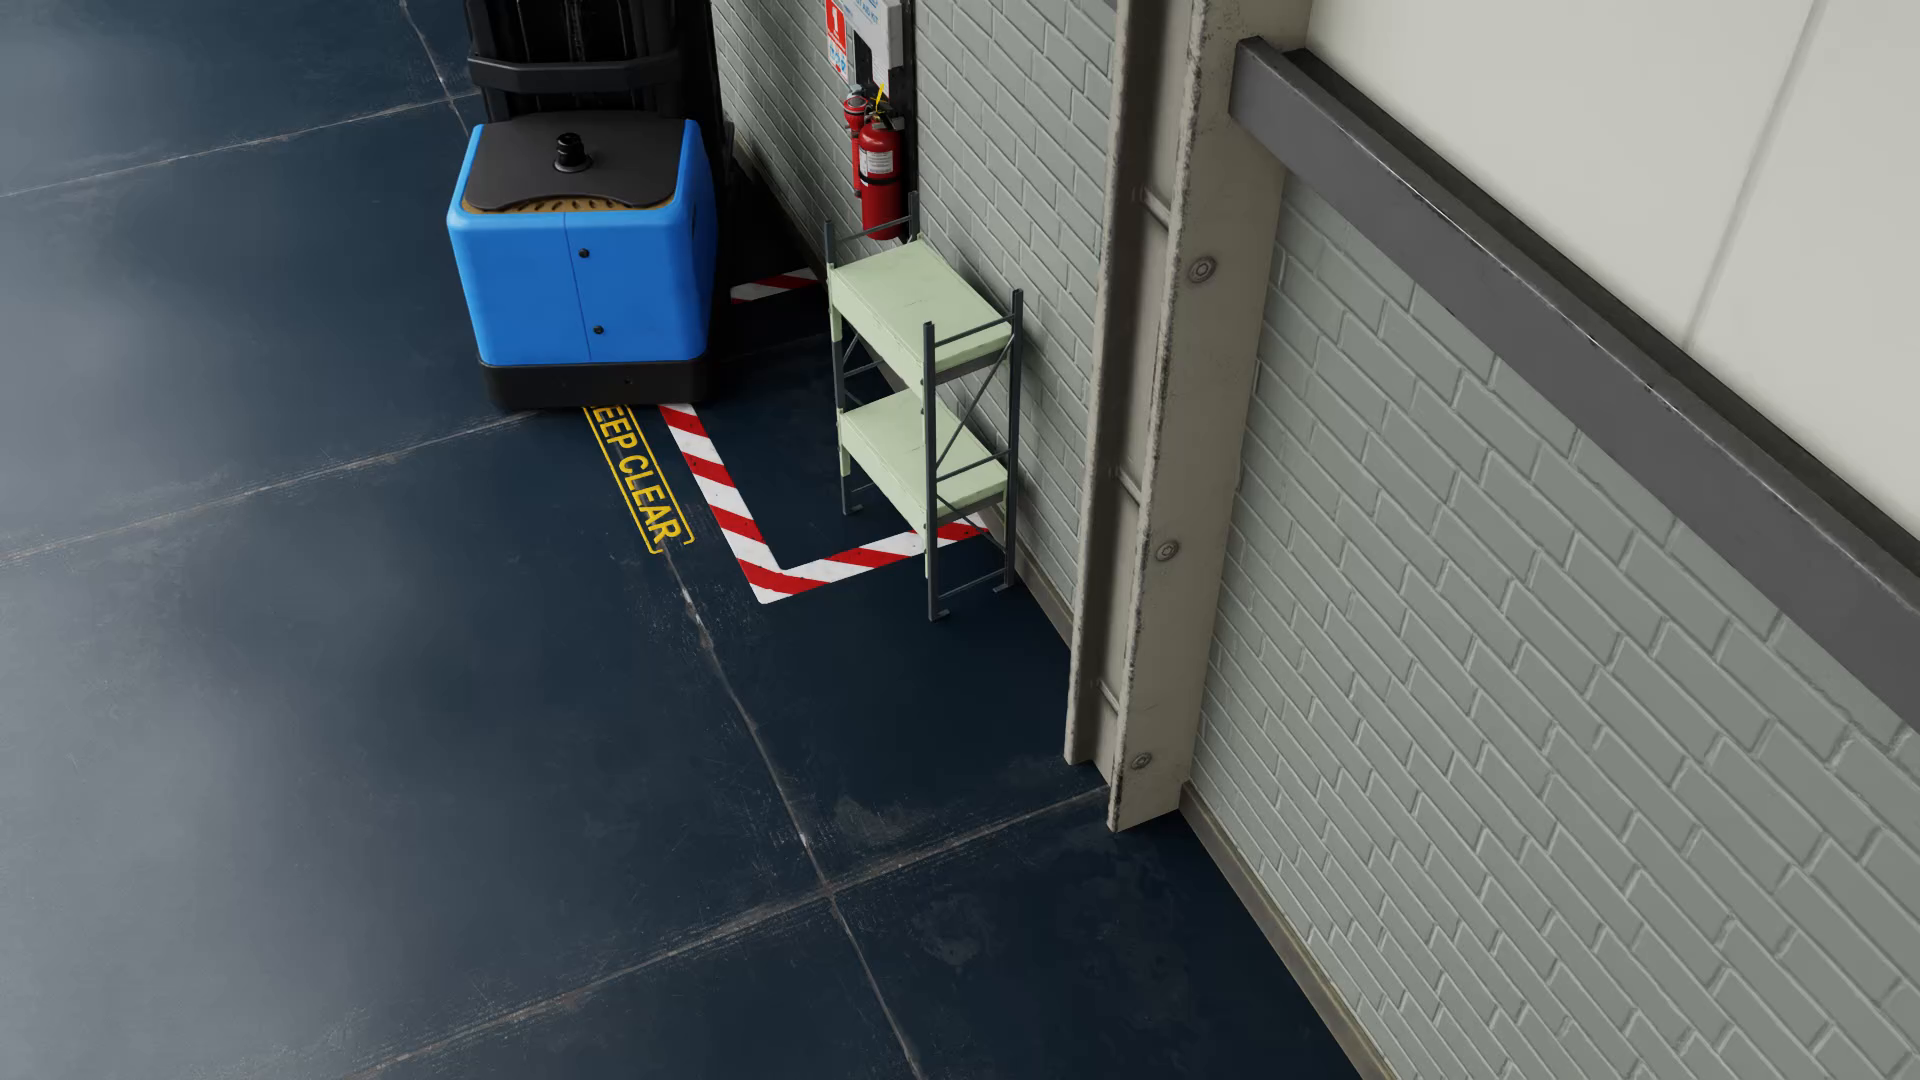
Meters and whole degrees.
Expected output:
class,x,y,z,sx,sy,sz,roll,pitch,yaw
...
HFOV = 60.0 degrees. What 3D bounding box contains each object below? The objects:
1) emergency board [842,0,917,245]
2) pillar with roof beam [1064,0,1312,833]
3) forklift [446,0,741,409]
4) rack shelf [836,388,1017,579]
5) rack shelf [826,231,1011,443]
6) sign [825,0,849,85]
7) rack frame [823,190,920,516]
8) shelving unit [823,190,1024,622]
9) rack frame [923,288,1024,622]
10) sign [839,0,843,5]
class,x,y,z,sx,sy,sz,roll,pitch,yaw
emergency board,-0.391,-1.760,6.767,0.194,1.169,0.643,-18,47,-17
pillar with roof beam,-3.293,-1.038,1.764,9.100,9.000,0.400,-18,47,-17
forklift,-1.726,-2.671,7.739,1.130,2.935,3.031,-2,45,-2
rack shelf,-0.142,-0.267,6.786,0.431,0.370,0.720,-23,49,-22
rack shelf,-0.142,-0.777,6.283,0.431,0.370,0.720,-23,49,-22
sign,-0.530,-2.155,7.142,0.001,0.329,0.234,-18,47,-17
rack frame,-0.332,-0.719,6.779,0.400,1.500,0.023,-23,49,-22
shelving unit,-0.142,-0.499,6.557,0.431,1.500,0.755,-23,49,-22
rack frame,0.049,-0.280,6.334,0.400,1.500,0.023,-23,49,-22
sign,-0.536,-2.338,6.950,0.001,0.109,0.331,-18,47,-17
